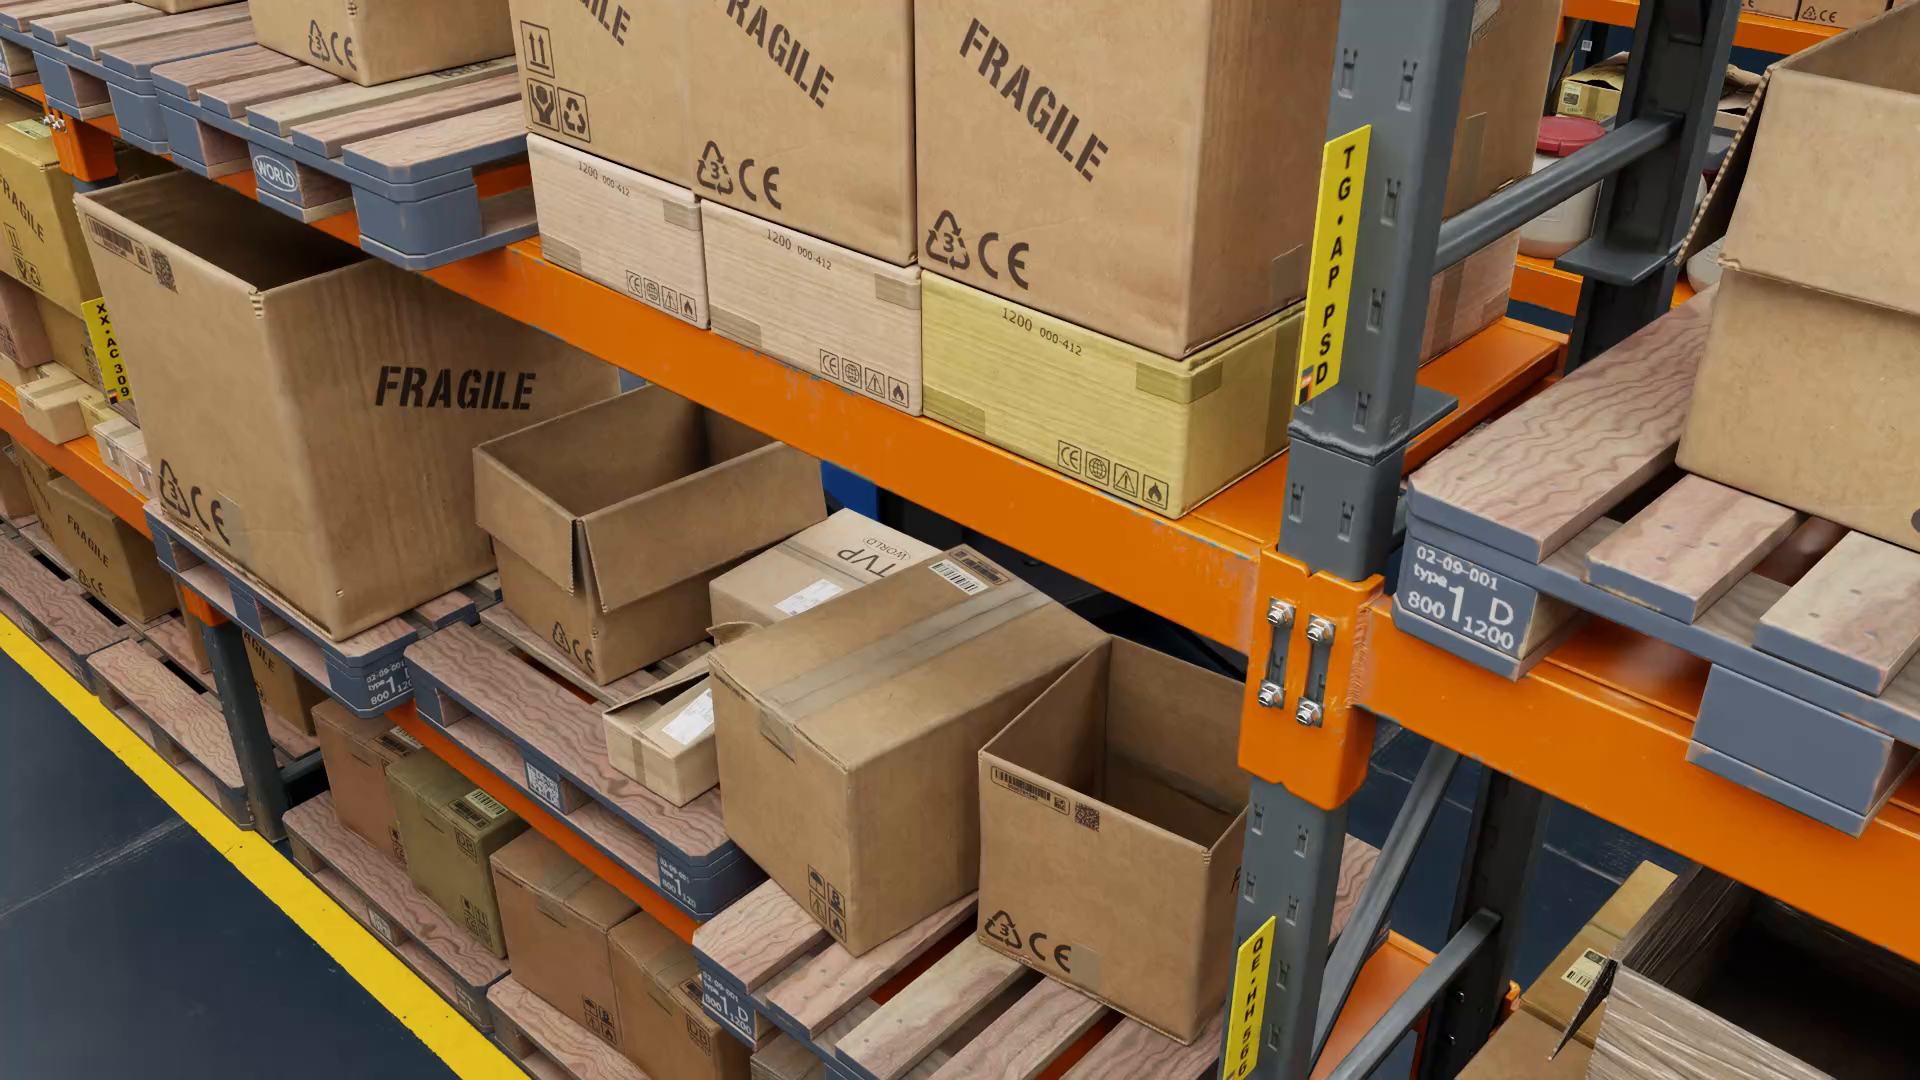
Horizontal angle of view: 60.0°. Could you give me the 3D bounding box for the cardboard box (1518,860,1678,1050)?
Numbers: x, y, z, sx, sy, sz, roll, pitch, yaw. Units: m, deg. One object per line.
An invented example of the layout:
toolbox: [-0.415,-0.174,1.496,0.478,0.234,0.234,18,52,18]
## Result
cardboard box: [1.339,1.013,3.062,0.500,0.500,0.500,26,40,36]

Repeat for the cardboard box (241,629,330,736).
cardboard box: [-2.429,0.333,6.305,0.500,0.500,0.500,24,38,34]

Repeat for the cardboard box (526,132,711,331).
cardboard box: [-0.458,-0.653,3.164,0.500,0.250,0.500,26,40,36]

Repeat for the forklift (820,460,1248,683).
forklift: [0.317,-0.949,6.484,1.130,2.935,3.031,-18,35,-27]

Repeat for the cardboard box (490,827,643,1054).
cardboard box: [-0.962,1.064,5.071,0.500,0.500,0.700,21,37,31]

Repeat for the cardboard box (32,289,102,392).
cardboard box: [-2.798,-0.941,6.019,0.500,0.500,0.875,25,39,35]

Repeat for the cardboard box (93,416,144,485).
cardboard box: [-2.695,-0.349,5.665,0.250,0.149,0.380,25,39,35]

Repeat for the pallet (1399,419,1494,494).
pallet: [2.681,-0.425,8.251,1.213,0.211,1.003,25,39,35]

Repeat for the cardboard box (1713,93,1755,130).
cardboard box: [5.382,-2.841,11.277,0.500,0.311,0.500,24,38,34]

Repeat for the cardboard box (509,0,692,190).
cardboard box: [-0.459,-0.982,2.983,0.500,0.500,0.500,26,40,36]

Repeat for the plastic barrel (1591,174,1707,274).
plastic barrel: [2.912,-1.382,7.029,0.421,0.512,0.421,0,31,0]

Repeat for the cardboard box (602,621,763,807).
cardboard box: [-0.611,0.384,3.928,0.258,0.266,0.396,24,38,34]

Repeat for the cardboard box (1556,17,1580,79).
cardboard box: [4.357,-3.795,12.677,0.500,0.500,0.500,25,39,35]

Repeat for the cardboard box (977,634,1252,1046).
cardboard box: [0.379,0.585,3.365,0.500,0.500,0.500,20,36,29]

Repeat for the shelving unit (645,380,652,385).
shelving unit: [-1.038,-1.189,8.271,1.083,1.500,0.587,23,38,33]

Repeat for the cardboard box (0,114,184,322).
cardboard box: [-2.678,-1.054,5.237,0.500,0.500,0.500,25,39,35]

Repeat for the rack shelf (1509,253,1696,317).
rack shelf: [2.647,-1.298,7.696,4.000,0.370,1.077,25,39,35]

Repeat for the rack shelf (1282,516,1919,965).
rack shelf: [2.289,0.695,1.476,4.000,0.370,1.077,25,39,35]

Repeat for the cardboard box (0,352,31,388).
cardboard box: [-3.409,-0.711,6.265,0.250,0.149,0.380,25,39,35]

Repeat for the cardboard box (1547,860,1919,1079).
cardboard box: [1.338,0.766,2.499,0.637,0.503,0.797,27,40,37]

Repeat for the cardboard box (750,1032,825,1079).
cardboard box: [-0.124,1.451,4.429,0.500,0.500,0.700,21,37,31]

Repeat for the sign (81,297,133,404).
sign: [-2.518,-0.565,4.941,0.005,0.325,0.100,25,39,35]

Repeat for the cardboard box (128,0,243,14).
cardboard box: [-1.877,-1.713,4.272,0.637,0.503,0.797,23,38,33]

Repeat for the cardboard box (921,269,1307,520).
cardboard box: [0.289,-0.312,2.597,0.500,0.250,0.500,25,39,35]

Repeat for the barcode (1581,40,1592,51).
barcode: [4.401,-3.473,11.677,0.075,0.075,0.001,25,39,35]

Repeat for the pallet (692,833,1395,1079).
pallet: [0.207,0.856,3.606,1.003,0.211,1.213,25,39,35]

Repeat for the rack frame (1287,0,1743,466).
rack frame: [0.806,-1.590,1.667,0.127,3.000,1.000,25,39,35]

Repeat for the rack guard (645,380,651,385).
rack guard: [-1.423,-0.817,8.865,0.087,0.250,0.587,23,38,33]

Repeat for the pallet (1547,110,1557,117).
pallet: [3.929,-3.288,13.007,1.213,0.211,1.003,25,39,35]

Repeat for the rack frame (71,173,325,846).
rack frame: [-2.159,-0.405,5.514,0.127,3.000,1.000,25,39,35]

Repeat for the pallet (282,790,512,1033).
pallet: [-1.581,1.059,5.786,1.213,0.211,1.003,25,39,35]

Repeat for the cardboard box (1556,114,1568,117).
cardboard box: [4.624,-2.959,12.016,0.500,0.250,0.500,24,38,34]

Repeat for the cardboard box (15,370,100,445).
cardboard box: [-3.100,-0.502,5.920,0.250,0.149,0.380,25,39,35]

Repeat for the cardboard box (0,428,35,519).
cardboard box: [-4.207,-0.482,7.658,0.500,0.500,0.500,-18,36,-28]

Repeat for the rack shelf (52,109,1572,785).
rack shelf: [-0.676,-0.689,3.776,4.000,0.370,1.077,25,39,35]

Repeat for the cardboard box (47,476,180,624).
cardboard box: [-3.372,-0.047,6.937,0.500,0.500,0.500,21,37,31]

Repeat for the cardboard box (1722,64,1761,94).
cardboard box: [5.374,-3.225,11.915,0.500,0.311,0.500,26,40,36]

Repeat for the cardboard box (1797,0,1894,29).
cardboard box: [5.811,-3.607,10.736,0.500,0.500,0.500,25,39,35]

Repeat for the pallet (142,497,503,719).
pallet: [-1.690,-0.002,5.031,1.213,0.211,1.003,25,39,35]

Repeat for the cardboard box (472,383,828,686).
cardboard box: [-0.812,-0.064,4.441,0.797,0.503,0.637,-25,39,-35]

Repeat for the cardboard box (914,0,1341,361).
cardboard box: [0.285,-0.632,2.401,0.500,0.500,0.500,26,40,36]

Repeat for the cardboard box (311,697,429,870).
cardboard box: [-1.718,0.699,5.678,0.500,0.500,0.700,22,37,32]

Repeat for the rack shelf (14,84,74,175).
rack shelf: [-3.642,-2.074,6.075,4.000,0.370,1.077,25,39,35]

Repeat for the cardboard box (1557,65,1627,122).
cardboard box: [4.630,-3.195,11.865,0.500,0.311,0.500,25,39,35]

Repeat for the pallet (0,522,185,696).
pallet: [-3.590,0.149,7.298,1.213,0.211,1.003,25,39,35]

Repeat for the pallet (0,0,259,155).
pallet: [-1.773,-1.355,4.366,1.003,0.211,1.213,25,39,35]
